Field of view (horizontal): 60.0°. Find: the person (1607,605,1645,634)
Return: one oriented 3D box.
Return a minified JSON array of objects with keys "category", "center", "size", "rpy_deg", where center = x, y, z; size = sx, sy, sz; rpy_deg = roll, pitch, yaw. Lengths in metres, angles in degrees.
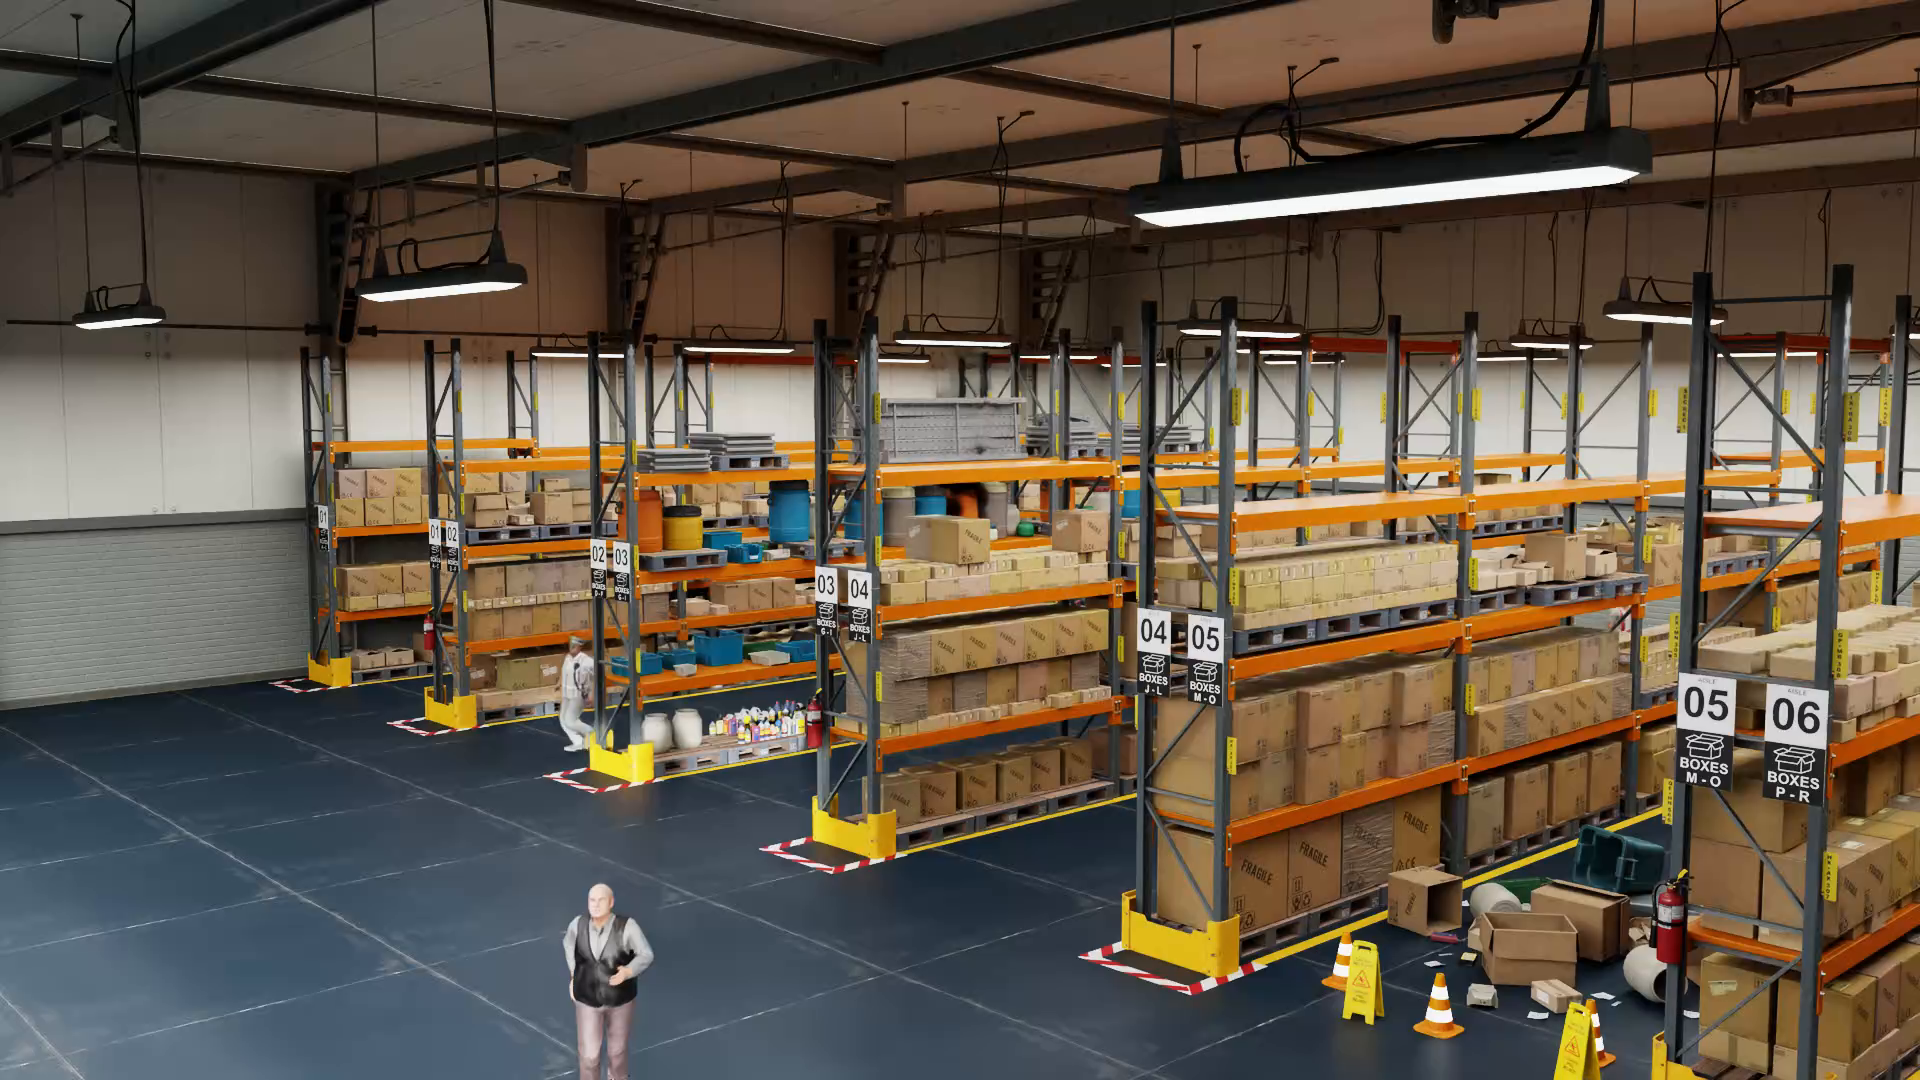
[{"category":"person","center":[11.649,1.753,28.994],"size":[0.678,1.735,0.689],"rpy_deg":[0,5,-1]}]

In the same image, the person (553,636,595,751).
[{"category":"person","center":[-5.504,2.205,23.795],"size":[0.720,1.702,0.556],"rpy_deg":[4,6,38]}]

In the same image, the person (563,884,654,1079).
[{"category":"person","center":[-2.479,3.279,11.729],"size":[0.651,1.774,0.788],"rpy_deg":[-1,5,-7]}]
